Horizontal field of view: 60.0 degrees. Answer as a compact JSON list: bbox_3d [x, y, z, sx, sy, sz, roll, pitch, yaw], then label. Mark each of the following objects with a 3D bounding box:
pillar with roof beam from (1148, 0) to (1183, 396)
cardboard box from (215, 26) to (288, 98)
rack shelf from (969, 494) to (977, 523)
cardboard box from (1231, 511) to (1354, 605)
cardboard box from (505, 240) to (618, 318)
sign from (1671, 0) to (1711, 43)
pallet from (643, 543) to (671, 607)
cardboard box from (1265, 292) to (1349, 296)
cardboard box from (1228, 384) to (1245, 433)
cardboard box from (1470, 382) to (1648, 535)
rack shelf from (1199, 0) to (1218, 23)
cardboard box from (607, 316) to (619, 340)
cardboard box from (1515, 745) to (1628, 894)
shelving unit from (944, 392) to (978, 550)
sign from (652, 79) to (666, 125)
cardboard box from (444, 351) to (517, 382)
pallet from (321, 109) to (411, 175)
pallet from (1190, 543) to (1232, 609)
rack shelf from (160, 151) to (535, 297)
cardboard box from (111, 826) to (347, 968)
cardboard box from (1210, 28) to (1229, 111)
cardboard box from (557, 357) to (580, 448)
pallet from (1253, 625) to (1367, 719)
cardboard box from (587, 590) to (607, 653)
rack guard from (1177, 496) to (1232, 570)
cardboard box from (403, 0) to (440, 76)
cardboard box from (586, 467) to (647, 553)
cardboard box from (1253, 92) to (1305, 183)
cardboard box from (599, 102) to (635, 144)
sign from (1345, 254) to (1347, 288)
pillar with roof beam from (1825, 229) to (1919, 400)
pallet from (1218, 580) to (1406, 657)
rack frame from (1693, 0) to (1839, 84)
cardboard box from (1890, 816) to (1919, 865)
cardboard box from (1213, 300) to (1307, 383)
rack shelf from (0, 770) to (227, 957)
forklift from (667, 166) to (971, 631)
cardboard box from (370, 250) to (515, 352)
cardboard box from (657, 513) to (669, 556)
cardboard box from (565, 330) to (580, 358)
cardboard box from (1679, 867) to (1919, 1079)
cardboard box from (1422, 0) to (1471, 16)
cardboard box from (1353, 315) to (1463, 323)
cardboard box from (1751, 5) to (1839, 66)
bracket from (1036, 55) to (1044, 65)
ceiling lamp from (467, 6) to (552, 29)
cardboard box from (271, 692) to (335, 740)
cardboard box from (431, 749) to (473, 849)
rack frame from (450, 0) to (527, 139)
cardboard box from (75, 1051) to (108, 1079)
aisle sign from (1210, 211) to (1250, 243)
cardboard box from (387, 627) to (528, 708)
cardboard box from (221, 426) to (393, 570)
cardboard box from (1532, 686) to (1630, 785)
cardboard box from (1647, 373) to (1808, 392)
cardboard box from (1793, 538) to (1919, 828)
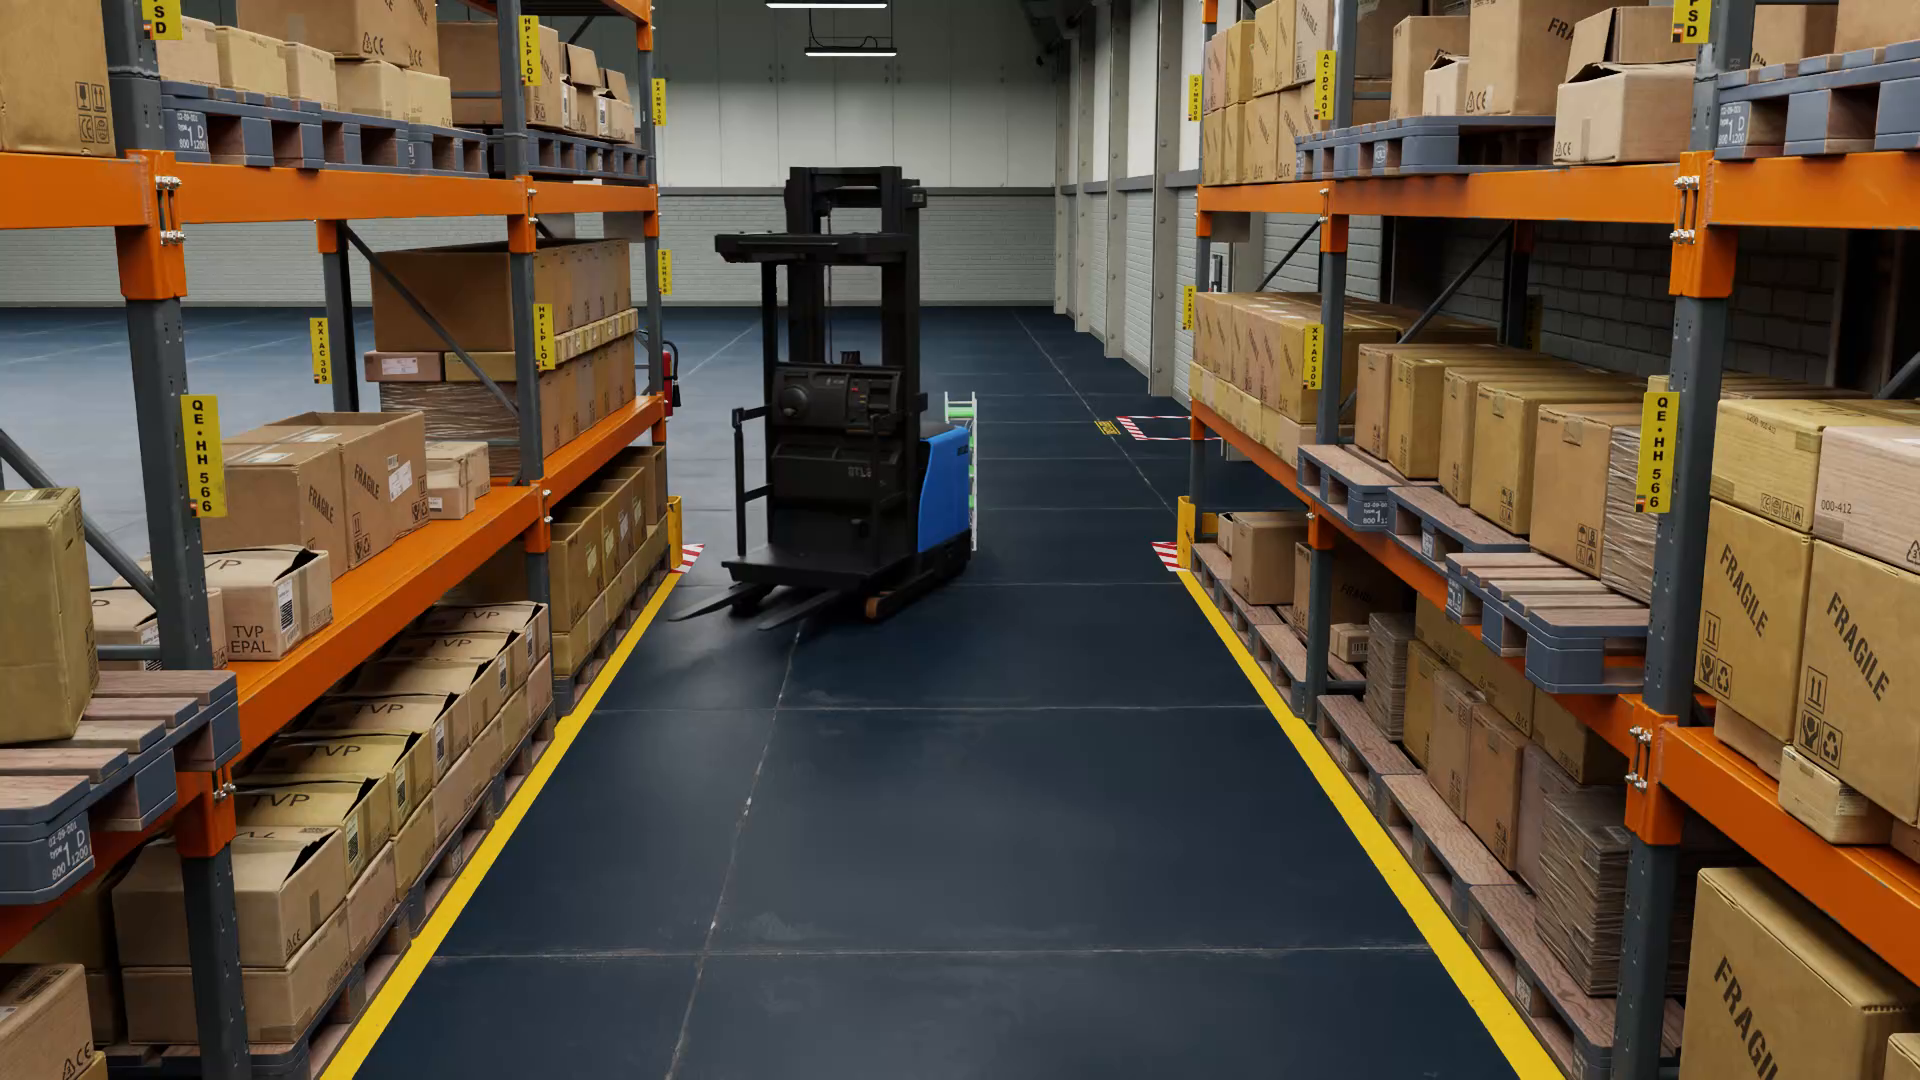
[{"bbox_3d":[-1.426,-6.471,22.824,9.100,9.000,0.400,0,11,-1],"label":"pillar with roof beam"},{"bbox_3d":[-2.636,-1.598,5.668,0.500,0.250,0.500,0,11,-2],"label":"cardboard box"},{"bbox_3d":[0.003,-0.257,13.338,0.258,0.148,0.480,0,11,-1],"label":"rack shelf"},{"bbox_3d":[2.148,0.108,10.665,0.700,0.500,0.500,-1,12,-5],"label":"cardboard box"},{"bbox_3d":[-2.692,-1.755,11.150,0.700,0.500,0.500,-1,11,-3],"label":"cardboard box"},{"bbox_3d":[1.869,-1.430,4.221,0.100,0.325,0.005,0,11,-1],"label":"sign"},{"bbox_3d":[-2.648,0.240,11.843,1.003,0.211,1.213,0,11,-1],"label":"pallet"},{"bbox_3d":[2.469,-1.510,11.899,0.500,0.500,0.500,0,11,-2],"label":"cardboard box"},{"bbox_3d":[1.977,-0.832,10.443,0.500,0.250,0.500,0,11,-1],"label":"cardboard box"},{"bbox_3d":[2.344,-0.314,6.206,0.700,0.500,0.500,0,11,-1],"label":"cardboard box"},{"bbox_3d":[2.288,-3.487,9.934,1.077,0.370,4.000,0,11,-1],"label":"rack shelf"},{"bbox_3d":[-2.492,-1.417,11.115,0.380,0.149,0.250,0,11,0],"label":"cardboard box"},{"bbox_3d":[2.450,1.055,5.996,0.700,0.500,0.500,0,11,-1],"label":"cardboard box"},{"bbox_3d":[0.003,-0.555,13.278,0.258,1.200,0.503,0,11,-1],"label":"shelving unit"},{"bbox_3d":[-2.163,-3.143,11.933,0.100,0.325,0.005,0,11,-1],"label":"sign"},{"bbox_3d":[-2.435,-0.904,8.587,0.380,0.149,0.250,0,11,-1],"label":"cardboard box"},{"bbox_3d":[-2.670,-1.422,5.955,1.003,0.211,1.213,0,11,1],"label":"pallet"},{"bbox_3d":[2.230,0.244,11.824,1.003,0.211,1.213,0,11,-1],"label":"pallet"},{"bbox_3d":[-2.582,-1.203,6.208,1.077,0.370,4.000,0,11,-1],"label":"rack shelf"},{"bbox_3d":[-2.258,1.074,5.170,0.500,0.311,0.500,0,11,1],"label":"cardboard box"},{"bbox_3d":[1.971,-3.140,11.133,0.500,0.500,0.500,0,11,-2],"label":"cardboard box"},{"bbox_3d":[-2.663,-0.825,9.828,0.700,0.500,0.500,0,11,0],"label":"cardboard box"},{"bbox_3d":[2.280,0.729,9.433,1.003,0.211,1.213,0,11,-1],"label":"pallet"},{"bbox_3d":[-2.335,0.466,9.577,0.500,0.250,0.500,0,11,-1],"label":"cardboard box"},{"bbox_3d":[2.248,-0.059,12.592,1.175,0.500,0.348,0,11,-1],"label":"rack guard"},{"bbox_3d":[-2.650,-2.330,7.390,0.500,0.500,0.500,0,11,0],"label":"cardboard box"},{"bbox_3d":[-2.362,-0.200,10.972,0.500,0.500,0.500,0,11,-1],"label":"cardboard box"},{"bbox_3d":[2.025,-2.343,9.716,0.500,0.500,0.500,-1,11,-3],"label":"cardboard box"},{"bbox_3d":[-2.419,-2.721,10.852,0.500,0.250,0.500,0,11,-1],"label":"cardboard box"},{"bbox_3d":[2.802,-2.020,12.263,0.100,0.325,0.005,0,11,-1],"label":"sign"},{"bbox_3d":[-1.054,-2.893,5.187,9.100,9.000,0.400,0,11,-1],"label":"pillar with roof beam"},{"bbox_3d":[2.252,0.486,10.632,1.003,0.211,1.213,0,11,-1],"label":"pallet"},{"bbox_3d":[2.412,-2.649,3.983,1.000,3.000,0.127,0,11,-1],"label":"rack frame"},{"bbox_3d":[2.233,0.624,3.522,0.380,0.149,0.250,0,11,-2],"label":"cardboard box"},{"bbox_3d":[1.961,-1.306,10.892,0.500,0.500,0.500,-1,11,-3],"label":"cardboard box"},{"bbox_3d":[-2.499,1.062,2.587,1.077,0.370,4.000,0,11,-1],"label":"rack shelf"},{"bbox_3d":[-0.918,-0.993,11.080,1.130,2.935,3.031,4,12,21],"label":"forklift"},{"bbox_3d":[-2.639,-1.256,8.690,0.700,0.500,0.500,0,11,-1],"label":"cardboard box"},{"bbox_3d":[-2.400,-0.031,12.026,0.500,0.250,0.500,0,11,-1],"label":"cardboard box"},{"bbox_3d":[-2.466,-1.160,9.850,0.380,0.149,0.250,-1,11,-3],"label":"cardboard box"},{"bbox_3d":[2.296,1.286,4.028,0.750,0.750,0.750,0,11,-2],"label":"cardboard box"},{"bbox_3d":[2.605,-2.621,8.575,0.500,0.500,0.500,0,11,0],"label":"cardboard box"},{"bbox_3d":[2.521,-1.005,9.409,0.500,0.500,0.500,0,11,-1],"label":"cardboard box"},{"bbox_3d":[2.627,-1.382,4.979,0.500,0.500,0.500,0,11,-1],"label":"cardboard box"},{"bbox_3d":[2.093,-12.383,42.912,0.235,0.232,0.430,0,11,-1],"label":"bracket"},{"bbox_3d":[-9.712,-12.109,35.932,2.000,3.185,0.800,0,11,-1],"label":"ceiling lamp"},{"bbox_3d":[-2.831,0.773,6.654,0.500,0.311,0.500,0,11,0],"label":"cardboard box"},{"bbox_3d":[-2.296,1.044,6.730,0.500,0.250,0.500,0,11,0],"label":"cardboard box"},{"bbox_3d":[-2.623,-3.423,7.798,1.000,3.000,0.127,0,11,-1],"label":"rack frame"},{"bbox_3d":[-2.287,1.507,3.769,0.500,0.500,0.500,0,11,1],"label":"cardboard box"},{"bbox_3d":[1.945,-2.586,12.224,0.394,0.787,0.004,0,11,-1],"label":"aisle sign"},{"bbox_3d":[-2.311,0.567,7.670,0.500,0.311,0.500,0,11,0],"label":"cardboard box"},{"bbox_3d":[-2.603,-0.175,6.625,0.500,0.500,0.500,0,11,-1],"label":"cardboard box"},{"bbox_3d":[2.396,0.677,5.974,0.500,0.250,0.500,0,11,0],"label":"cardboard box"},{"bbox_3d":[2.353,-0.424,5.114,0.380,0.149,0.250,-2,12,-11],"label":"cardboard box"},{"bbox_3d":[2.167,0.288,3.543,0.500,0.500,0.500,0,11,1],"label":"cardboard box"}]
